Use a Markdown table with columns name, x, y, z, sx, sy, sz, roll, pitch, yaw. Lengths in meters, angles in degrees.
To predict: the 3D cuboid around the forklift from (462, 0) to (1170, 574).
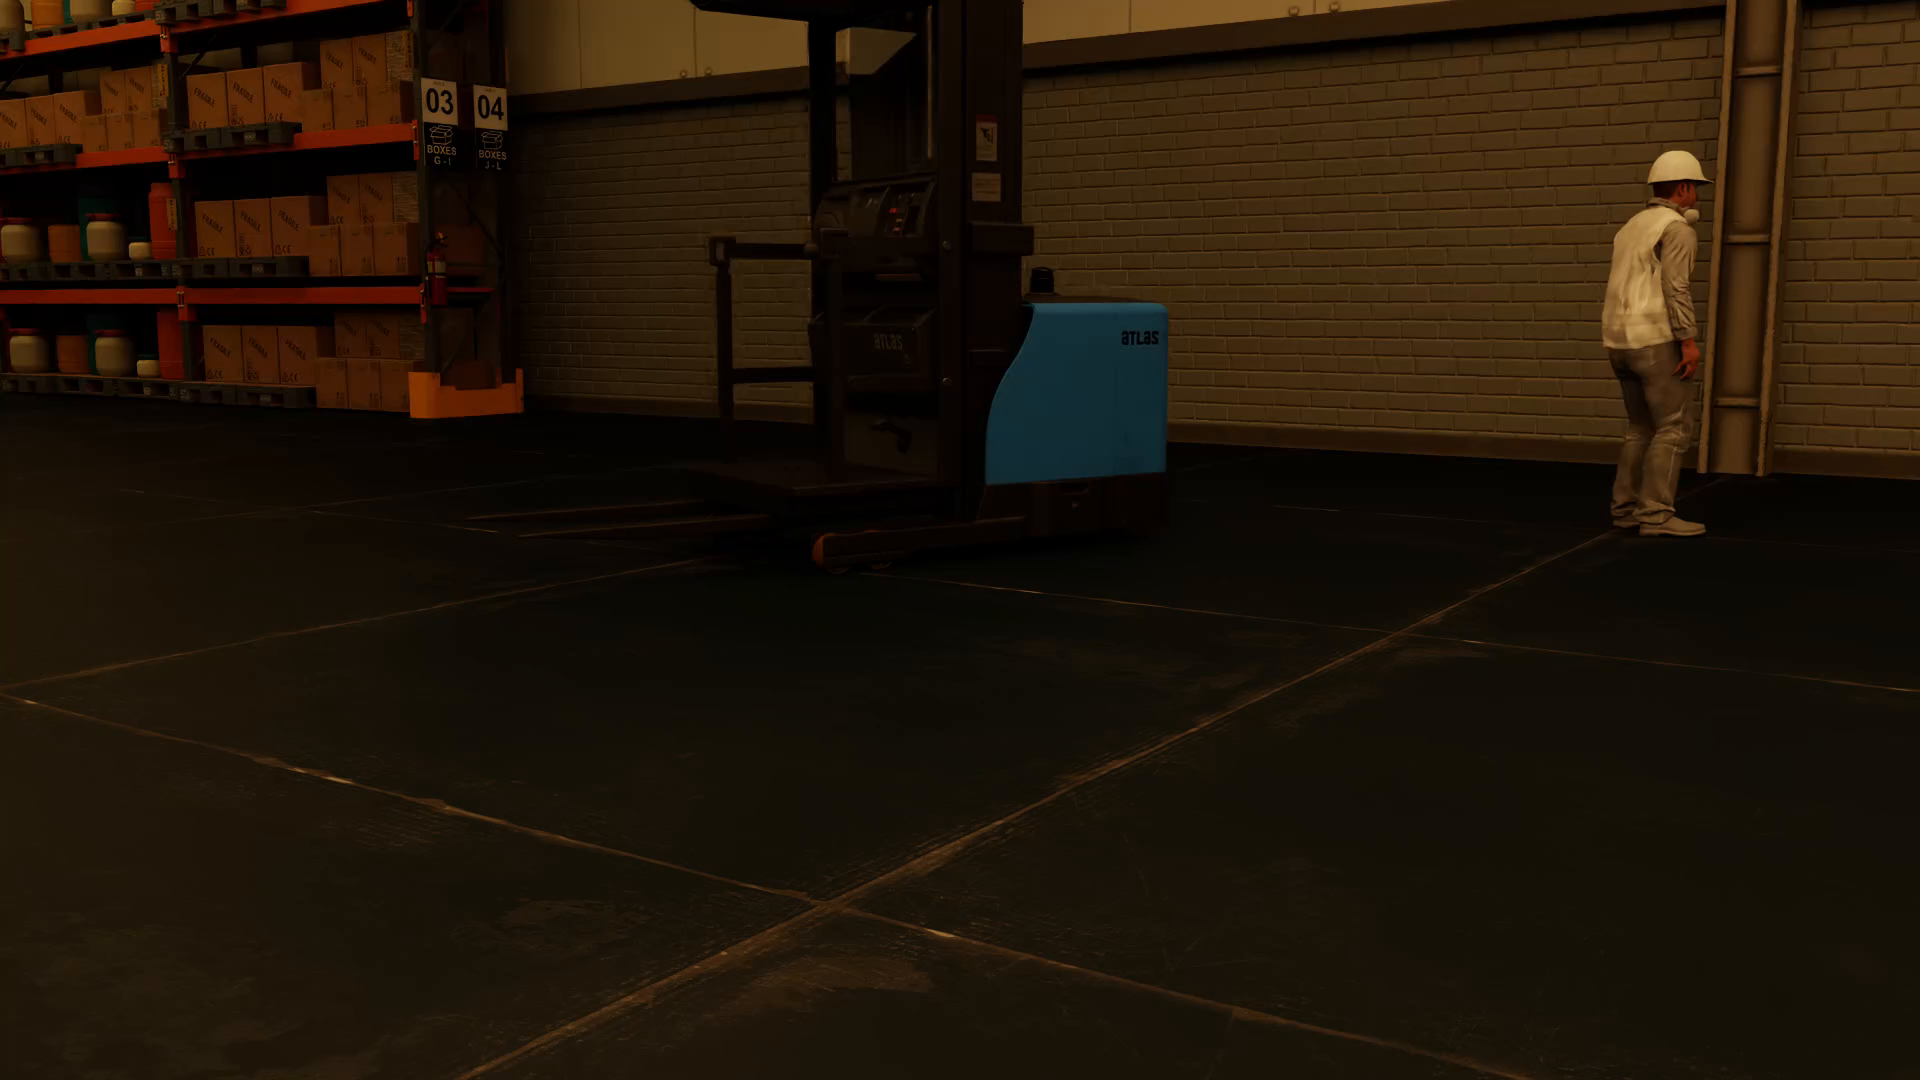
| name | x | y | z | sx | sy | sz | roll | pitch | yaw |
| --- | --- | --- | --- | --- | --- | --- | --- | --- | --- |
| forklift | -0.549 | -1.399 | 7.034 | 3.031 | 2.935 | 1.130 | -5 | 10 | -33 |

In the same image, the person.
| name | x | y | z | sx | sy | sz | roll | pitch | yaw |
| --- | --- | --- | --- | --- | --- | --- | --- | --- | --- |
| person | 3.258 | -0.919 | 7.787 | 0.458 | 1.771 | 0.582 | -1 | 8 | -5 |
